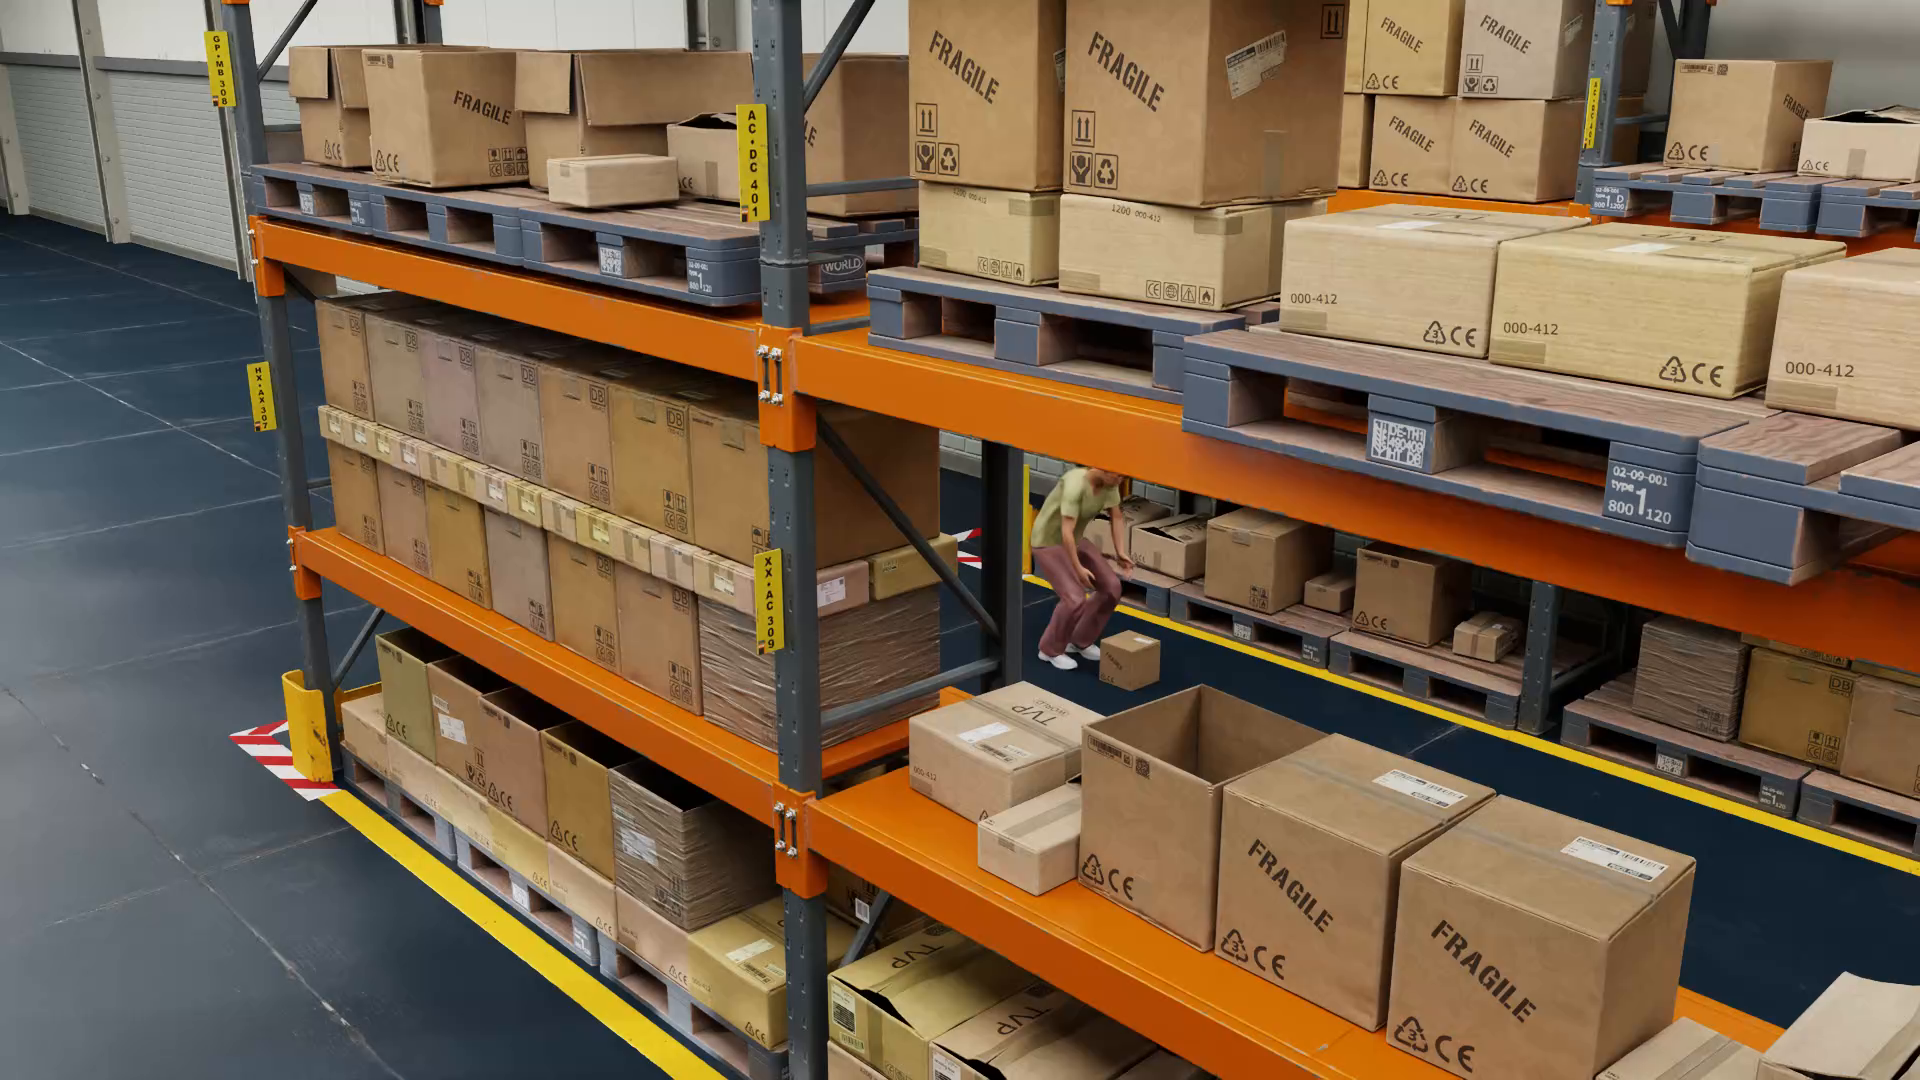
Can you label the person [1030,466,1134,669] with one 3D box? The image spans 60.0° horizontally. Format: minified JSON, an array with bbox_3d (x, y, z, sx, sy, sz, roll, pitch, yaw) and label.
[{"bbox_3d":[0.734,0.064,9.833,0.510,1.390,0.635,-16,23,-41],"label":"person"}]
